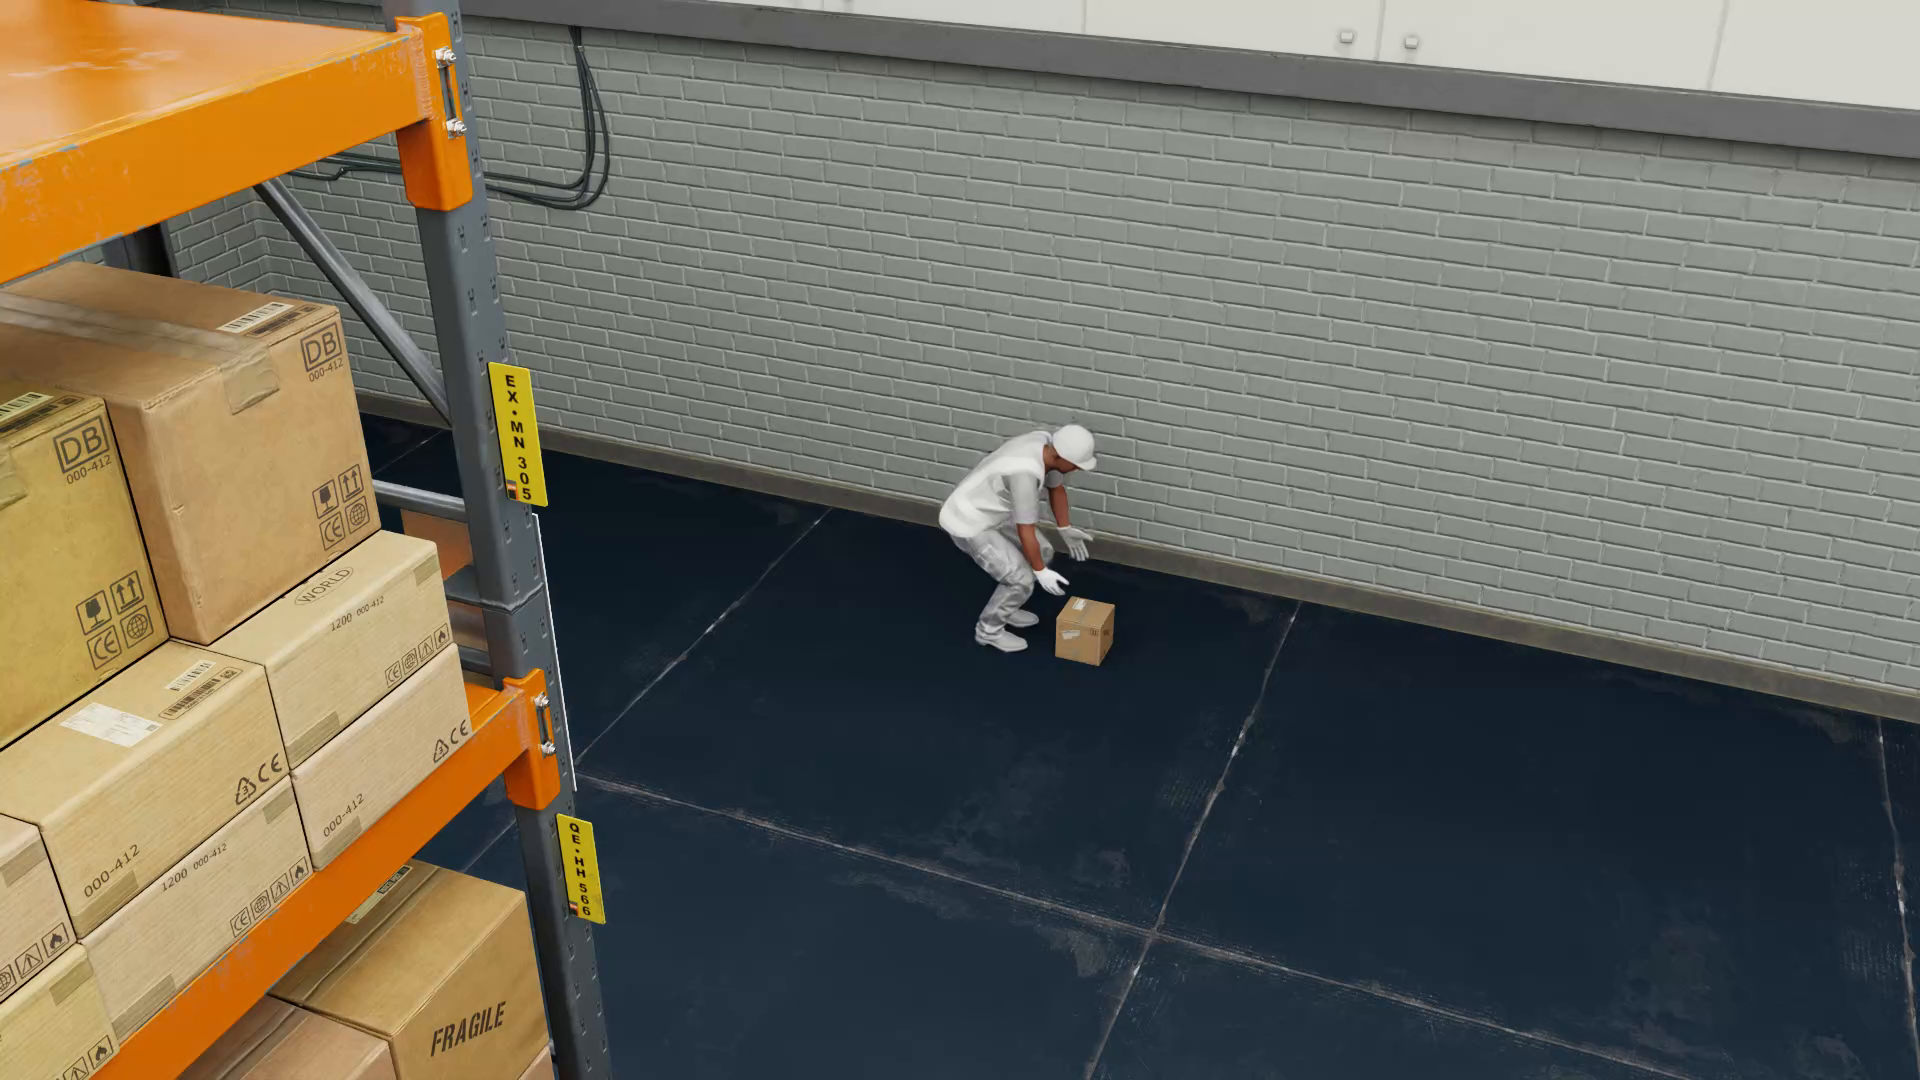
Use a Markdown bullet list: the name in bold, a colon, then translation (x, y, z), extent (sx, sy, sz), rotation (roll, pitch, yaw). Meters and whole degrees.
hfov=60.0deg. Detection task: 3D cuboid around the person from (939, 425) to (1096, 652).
- **person**: translation (0.317, -0.067, 8.976), extent (0.816, 1.319, 0.611), rotation (11, 31, 19)
